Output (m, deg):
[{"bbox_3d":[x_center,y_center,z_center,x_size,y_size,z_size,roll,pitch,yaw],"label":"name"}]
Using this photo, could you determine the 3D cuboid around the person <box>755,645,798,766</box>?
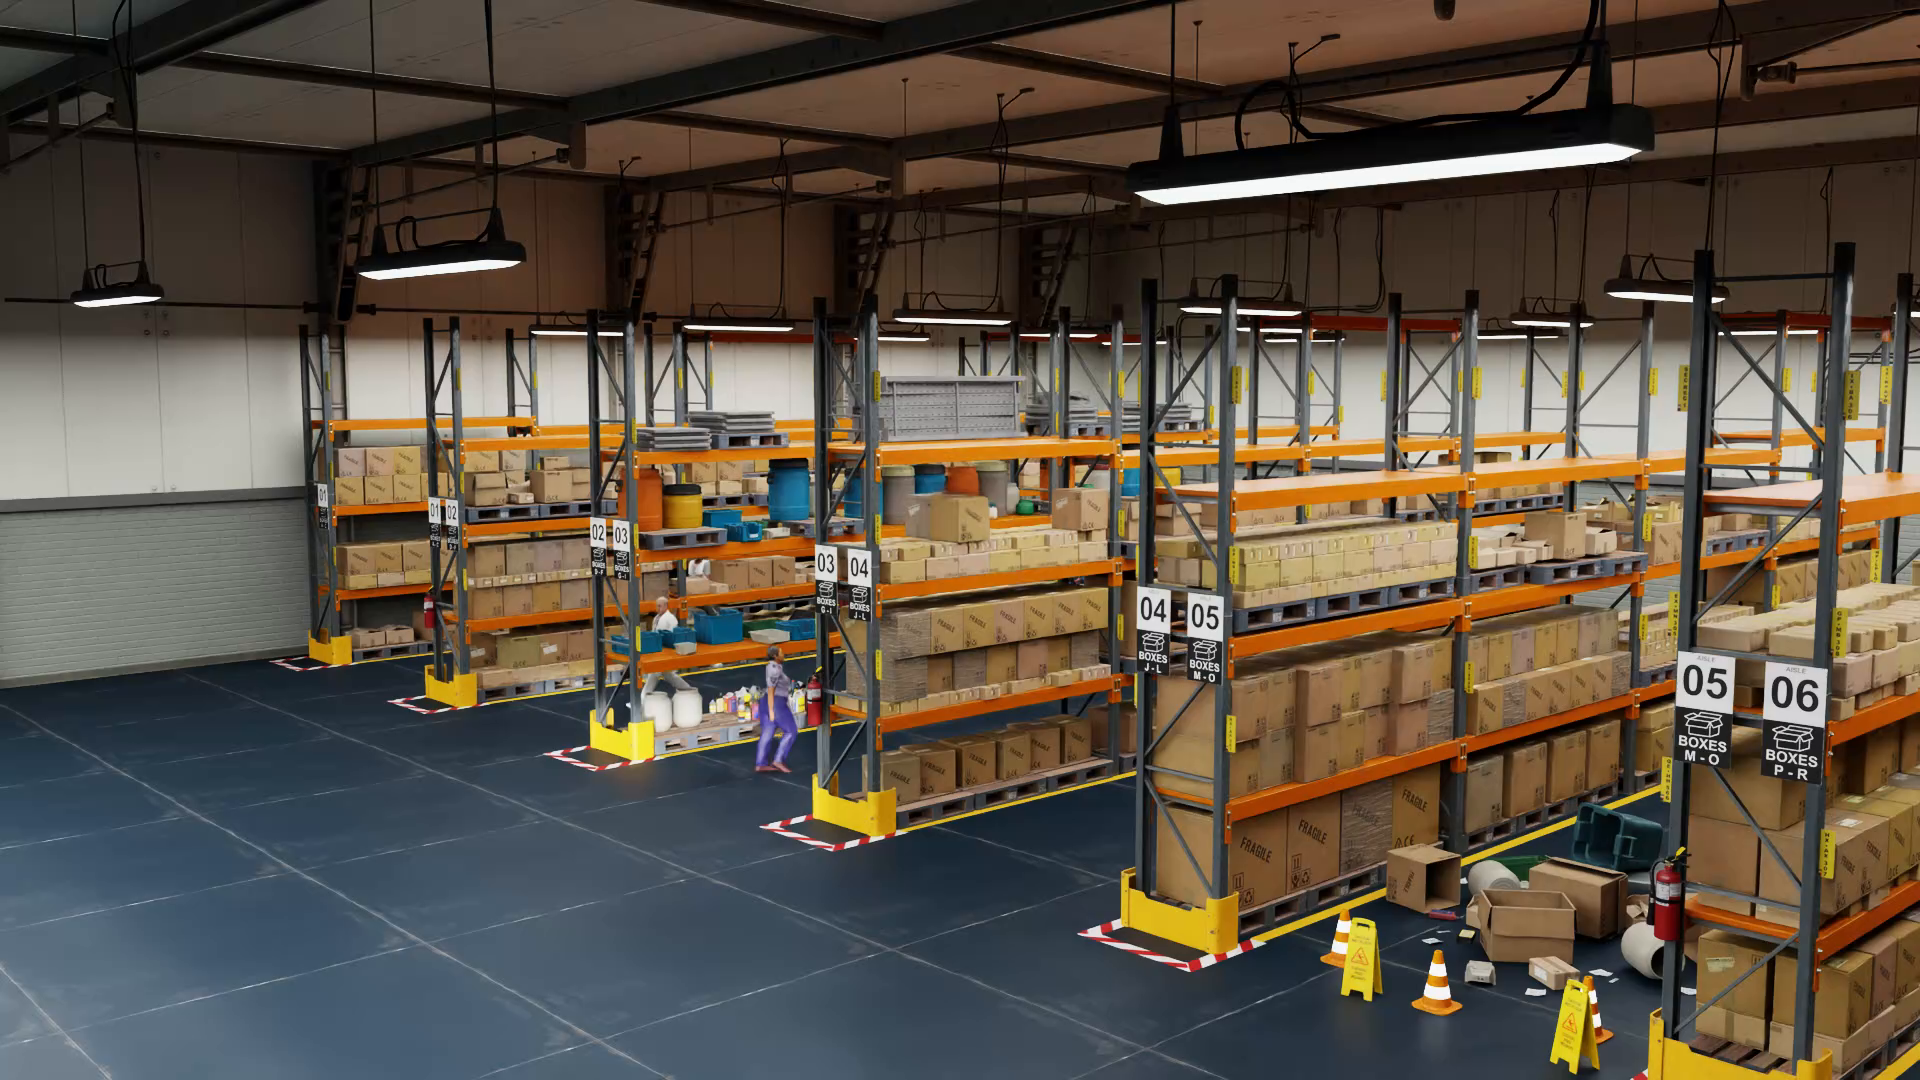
[{"bbox_3d":[-2.396,2.135,21.510,0.466,1.552,0.483,-4,7,-31],"label":"person"}]

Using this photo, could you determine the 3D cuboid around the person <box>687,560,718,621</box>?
[{"bbox_3d":[-5.125,1.091,32.746,0.634,1.384,0.916,5,8,41],"label":"person"}]

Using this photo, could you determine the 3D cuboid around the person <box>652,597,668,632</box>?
[{"bbox_3d":[-4.591,1.396,25.581,0.486,1.049,0.534,-3,7,-28],"label":"person"}]
